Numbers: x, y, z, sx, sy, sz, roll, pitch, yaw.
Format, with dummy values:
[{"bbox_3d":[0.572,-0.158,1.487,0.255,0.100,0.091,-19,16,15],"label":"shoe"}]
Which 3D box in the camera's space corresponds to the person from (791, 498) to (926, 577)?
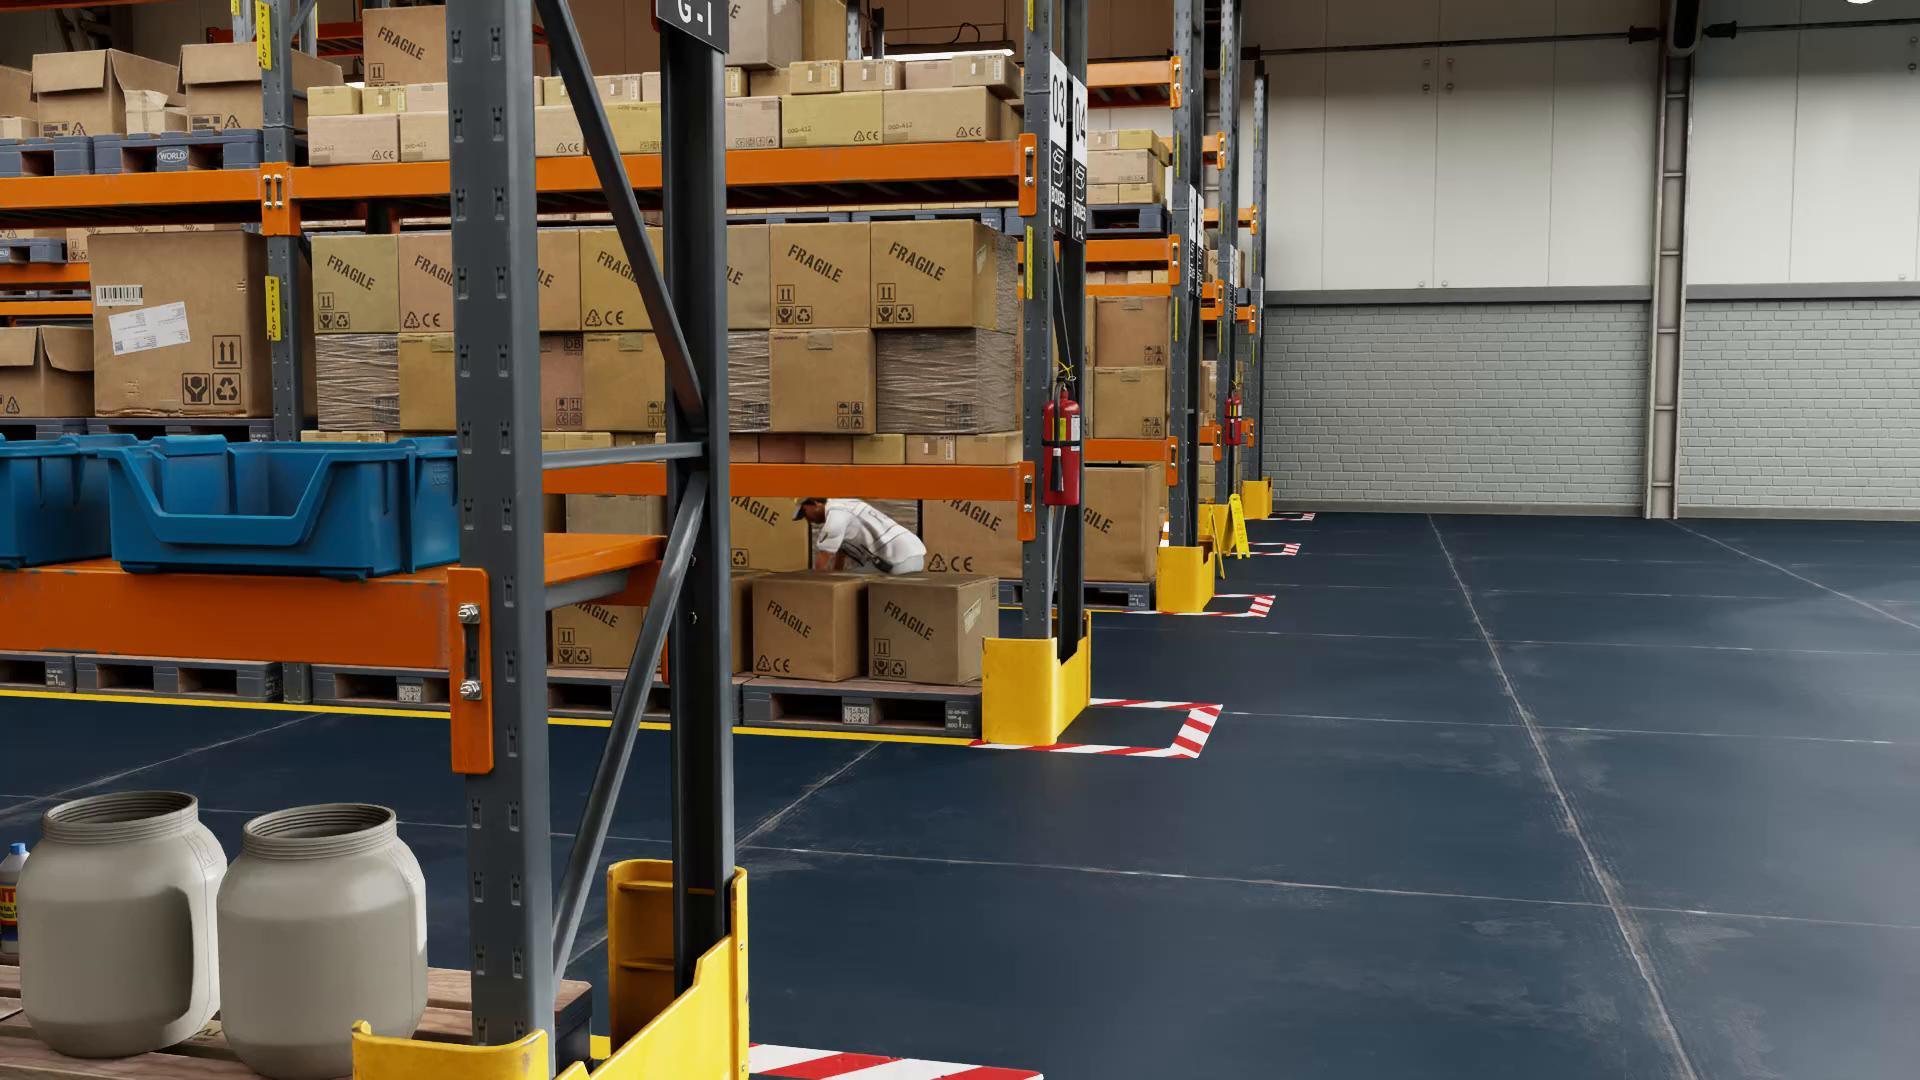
[{"bbox_3d":[-0.642,0.189,10.432,0.834,1.094,0.537,1,5,13],"label":"person"}]
